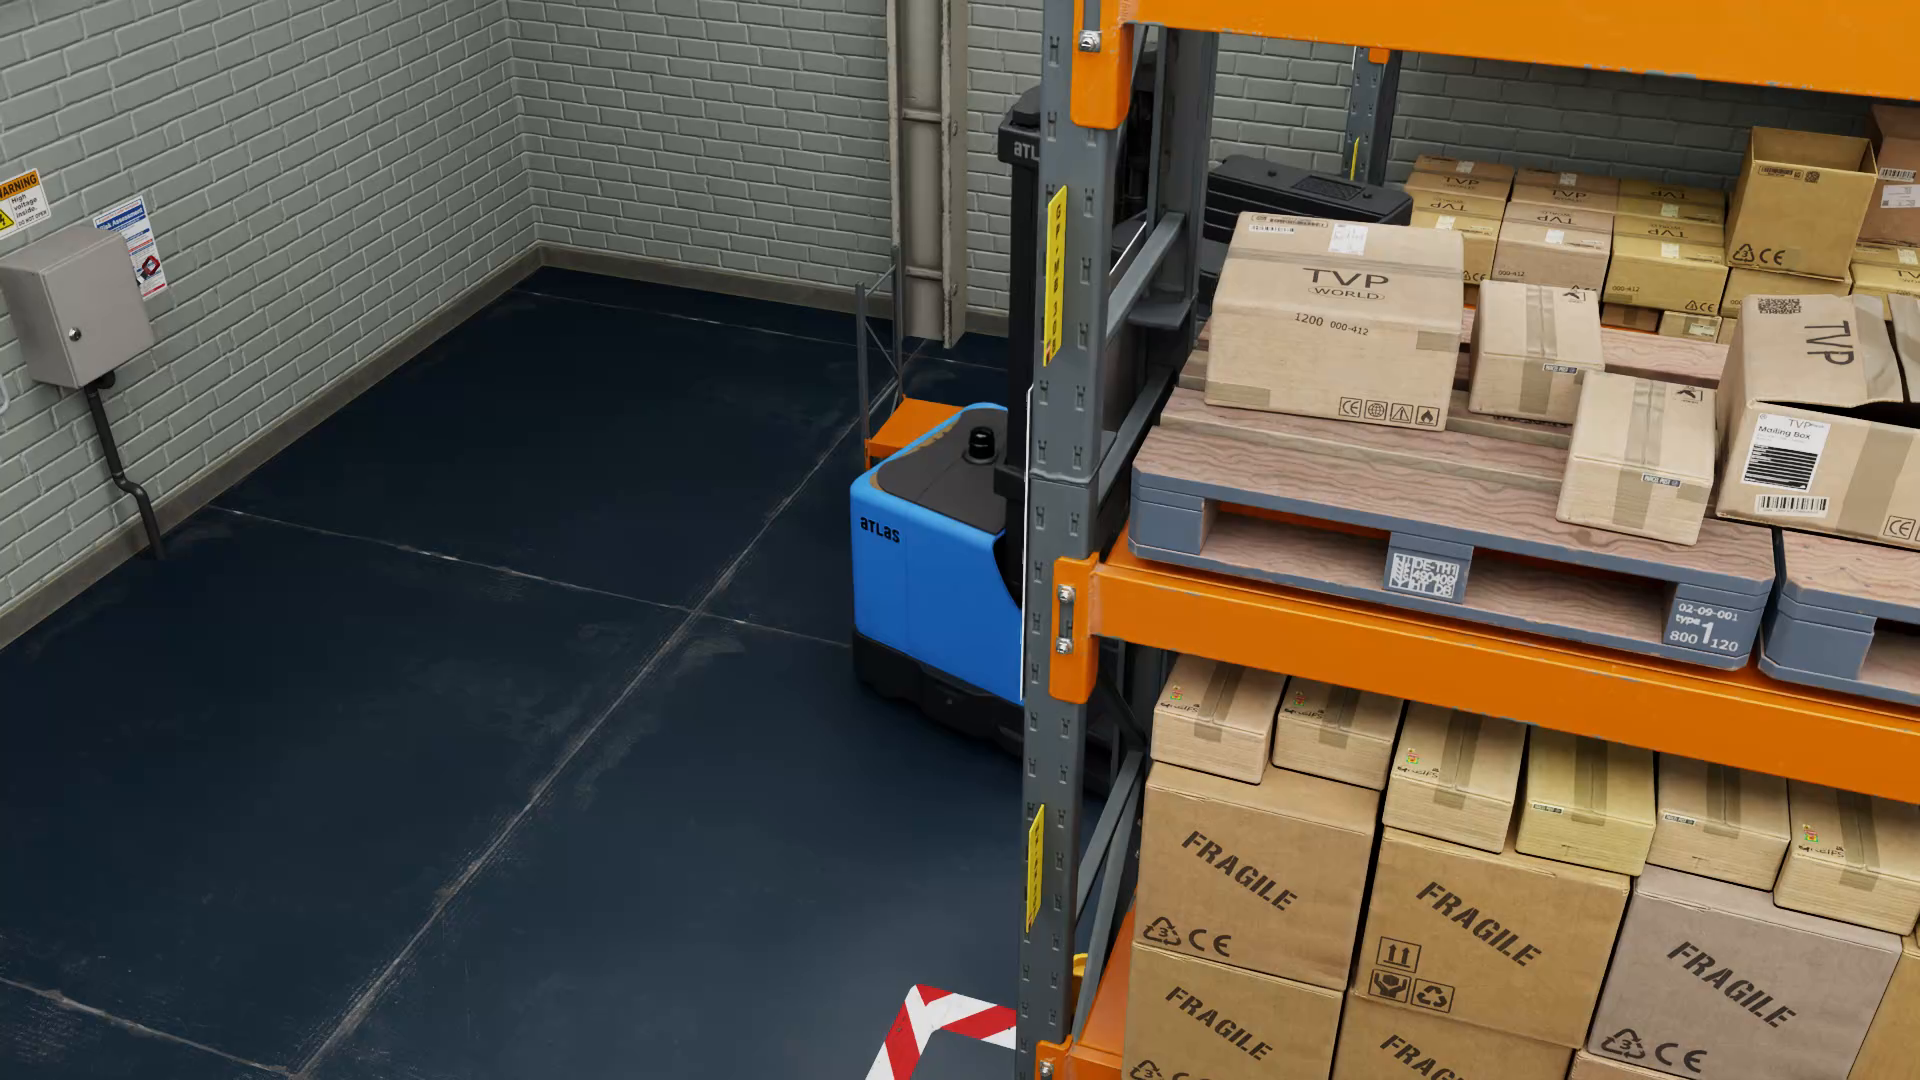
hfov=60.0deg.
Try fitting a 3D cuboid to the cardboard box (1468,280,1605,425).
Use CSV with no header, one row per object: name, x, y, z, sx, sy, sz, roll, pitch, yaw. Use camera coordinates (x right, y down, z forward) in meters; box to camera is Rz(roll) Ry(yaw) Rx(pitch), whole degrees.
cardboard box,1.245,-0.411,3.608,0.250,0.149,0.380,8,34,13

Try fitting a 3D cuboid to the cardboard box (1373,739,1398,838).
cardboard box,0.904,0.394,4.360,0.500,0.500,0.500,12,35,18

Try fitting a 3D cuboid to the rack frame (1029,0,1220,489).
rack frame,0.370,-1.631,2.979,0.127,3.000,1.000,11,34,16

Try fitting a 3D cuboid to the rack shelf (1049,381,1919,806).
rack shelf,2.252,0.298,3.421,4.000,0.370,1.077,11,34,16

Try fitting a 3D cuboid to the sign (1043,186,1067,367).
sign,0.177,-0.489,3.097,0.005,0.325,0.100,11,34,16

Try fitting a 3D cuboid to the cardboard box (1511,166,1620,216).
cardboard box,3.048,-1.664,8.426,0.500,0.250,0.500,11,34,17

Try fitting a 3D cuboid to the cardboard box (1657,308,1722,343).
cardboard box,3.454,-1.079,7.887,0.250,0.149,0.380,10,34,15

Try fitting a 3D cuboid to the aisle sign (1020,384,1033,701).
aisle sign,0.204,-0.068,3.692,0.004,0.787,0.394,11,34,16

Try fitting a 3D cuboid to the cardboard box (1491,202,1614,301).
cardboard box,2.852,-1.395,8.009,0.500,0.250,0.500,11,35,17

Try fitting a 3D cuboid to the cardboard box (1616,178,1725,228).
cardboard box,3.513,-1.571,8.281,0.500,0.250,0.500,12,35,18

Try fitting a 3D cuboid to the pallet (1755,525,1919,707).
pallet,2.224,0.020,3.271,1.213,0.211,1.003,11,34,16

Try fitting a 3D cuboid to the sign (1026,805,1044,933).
sign,0.177,0.775,3.913,0.005,0.325,0.100,11,34,16

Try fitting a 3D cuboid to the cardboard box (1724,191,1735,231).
cardboard box,4.005,-1.475,8.133,0.500,0.250,0.500,11,34,16

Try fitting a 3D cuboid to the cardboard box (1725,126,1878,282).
cardboard box,3.789,-1.528,7.523,0.500,0.500,0.500,12,35,18

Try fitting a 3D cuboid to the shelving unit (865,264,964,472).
shelving unit,0.072,-0.616,8.322,1.083,1.500,0.587,11,34,16

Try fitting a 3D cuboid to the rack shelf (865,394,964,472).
rack shelf,0.080,-0.463,8.417,1.000,0.185,0.538,11,34,16

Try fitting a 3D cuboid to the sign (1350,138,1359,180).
sign,1.858,-1.732,7.869,0.005,0.325,0.100,11,34,16

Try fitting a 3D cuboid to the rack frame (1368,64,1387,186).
rack frame,2.040,-1.644,8.531,0.053,2.616,0.949,11,34,16

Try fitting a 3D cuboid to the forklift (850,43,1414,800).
forklift,0.995,-0.314,6.534,3.031,2.935,1.130,22,39,30

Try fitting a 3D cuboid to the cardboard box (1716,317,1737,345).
cardboard box,3.708,-1.041,7.828,0.250,0.149,0.380,12,35,18

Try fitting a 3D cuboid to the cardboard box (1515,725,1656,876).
cardboard box,1.341,0.518,3.570,0.250,0.149,0.380,10,34,15

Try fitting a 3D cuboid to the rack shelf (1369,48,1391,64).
rack shelf,3.924,-2.237,7.348,4.000,0.370,1.077,11,34,16

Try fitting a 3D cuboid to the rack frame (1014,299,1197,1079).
rack frame,0.370,0.890,4.607,0.127,3.000,1.000,11,34,16

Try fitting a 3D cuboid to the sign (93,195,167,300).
sign,-4.129,-1.426,8.281,0.001,0.494,0.329,11,34,16

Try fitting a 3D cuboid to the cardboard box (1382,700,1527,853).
cardboard box,1.087,0.479,3.630,0.250,0.149,0.380,12,35,18

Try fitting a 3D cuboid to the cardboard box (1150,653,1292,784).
cardboard box,0.611,0.361,3.813,0.250,0.149,0.380,12,35,17

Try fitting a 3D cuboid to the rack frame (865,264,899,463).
rack frame,-0.398,-0.708,8.464,0.013,1.308,0.475,11,34,16

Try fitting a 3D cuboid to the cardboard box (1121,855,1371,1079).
cardboard box,0.725,1.082,4.216,0.500,0.500,0.500,11,34,16

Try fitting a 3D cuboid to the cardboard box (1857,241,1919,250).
cardboard box,4.472,-1.388,7.998,0.500,0.250,0.500,12,35,18

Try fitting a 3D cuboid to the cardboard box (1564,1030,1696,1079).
cardboard box,1.683,1.263,3.937,0.500,0.500,0.500,11,34,16

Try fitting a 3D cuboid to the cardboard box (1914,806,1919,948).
cardboard box,2.056,0.667,3.340,0.250,0.149,0.380,10,34,15

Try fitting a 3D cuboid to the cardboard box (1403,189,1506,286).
cardboard box,2.377,-1.487,8.151,0.500,0.250,0.500,11,34,17

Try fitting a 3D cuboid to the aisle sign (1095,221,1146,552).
aisle sign,0.407,-0.374,4.167,0.004,0.787,0.394,11,34,16

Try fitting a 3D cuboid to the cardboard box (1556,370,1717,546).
cardboard box,1.316,-0.167,3.230,0.250,0.149,0.380,12,35,18

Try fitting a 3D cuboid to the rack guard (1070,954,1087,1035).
rack guard,0.347,1.935,5.291,0.348,0.500,1.175,11,34,16

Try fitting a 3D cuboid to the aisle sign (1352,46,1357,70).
aisle sign,1.878,-2.600,7.615,0.004,0.787,0.394,11,34,16

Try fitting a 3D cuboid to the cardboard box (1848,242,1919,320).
cardboard box,4.303,-1.126,7.593,0.500,0.250,0.500,11,34,16

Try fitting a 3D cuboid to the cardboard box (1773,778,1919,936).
cardboard box,1.827,0.606,3.433,0.250,0.149,0.380,11,35,17

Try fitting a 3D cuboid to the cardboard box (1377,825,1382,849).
cardboard box,1.380,0.900,4.498,0.500,0.500,0.500,10,34,15

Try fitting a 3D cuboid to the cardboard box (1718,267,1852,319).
cardboard box,3.819,-1.221,7.740,0.500,0.250,0.500,10,34,15

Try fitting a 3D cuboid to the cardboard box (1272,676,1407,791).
cardboard box,0.881,0.373,3.795,0.250,0.149,0.380,12,35,18

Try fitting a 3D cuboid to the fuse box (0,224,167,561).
fuse box,-4.100,-0.635,8.156,0.414,1.711,0.539,11,34,16
